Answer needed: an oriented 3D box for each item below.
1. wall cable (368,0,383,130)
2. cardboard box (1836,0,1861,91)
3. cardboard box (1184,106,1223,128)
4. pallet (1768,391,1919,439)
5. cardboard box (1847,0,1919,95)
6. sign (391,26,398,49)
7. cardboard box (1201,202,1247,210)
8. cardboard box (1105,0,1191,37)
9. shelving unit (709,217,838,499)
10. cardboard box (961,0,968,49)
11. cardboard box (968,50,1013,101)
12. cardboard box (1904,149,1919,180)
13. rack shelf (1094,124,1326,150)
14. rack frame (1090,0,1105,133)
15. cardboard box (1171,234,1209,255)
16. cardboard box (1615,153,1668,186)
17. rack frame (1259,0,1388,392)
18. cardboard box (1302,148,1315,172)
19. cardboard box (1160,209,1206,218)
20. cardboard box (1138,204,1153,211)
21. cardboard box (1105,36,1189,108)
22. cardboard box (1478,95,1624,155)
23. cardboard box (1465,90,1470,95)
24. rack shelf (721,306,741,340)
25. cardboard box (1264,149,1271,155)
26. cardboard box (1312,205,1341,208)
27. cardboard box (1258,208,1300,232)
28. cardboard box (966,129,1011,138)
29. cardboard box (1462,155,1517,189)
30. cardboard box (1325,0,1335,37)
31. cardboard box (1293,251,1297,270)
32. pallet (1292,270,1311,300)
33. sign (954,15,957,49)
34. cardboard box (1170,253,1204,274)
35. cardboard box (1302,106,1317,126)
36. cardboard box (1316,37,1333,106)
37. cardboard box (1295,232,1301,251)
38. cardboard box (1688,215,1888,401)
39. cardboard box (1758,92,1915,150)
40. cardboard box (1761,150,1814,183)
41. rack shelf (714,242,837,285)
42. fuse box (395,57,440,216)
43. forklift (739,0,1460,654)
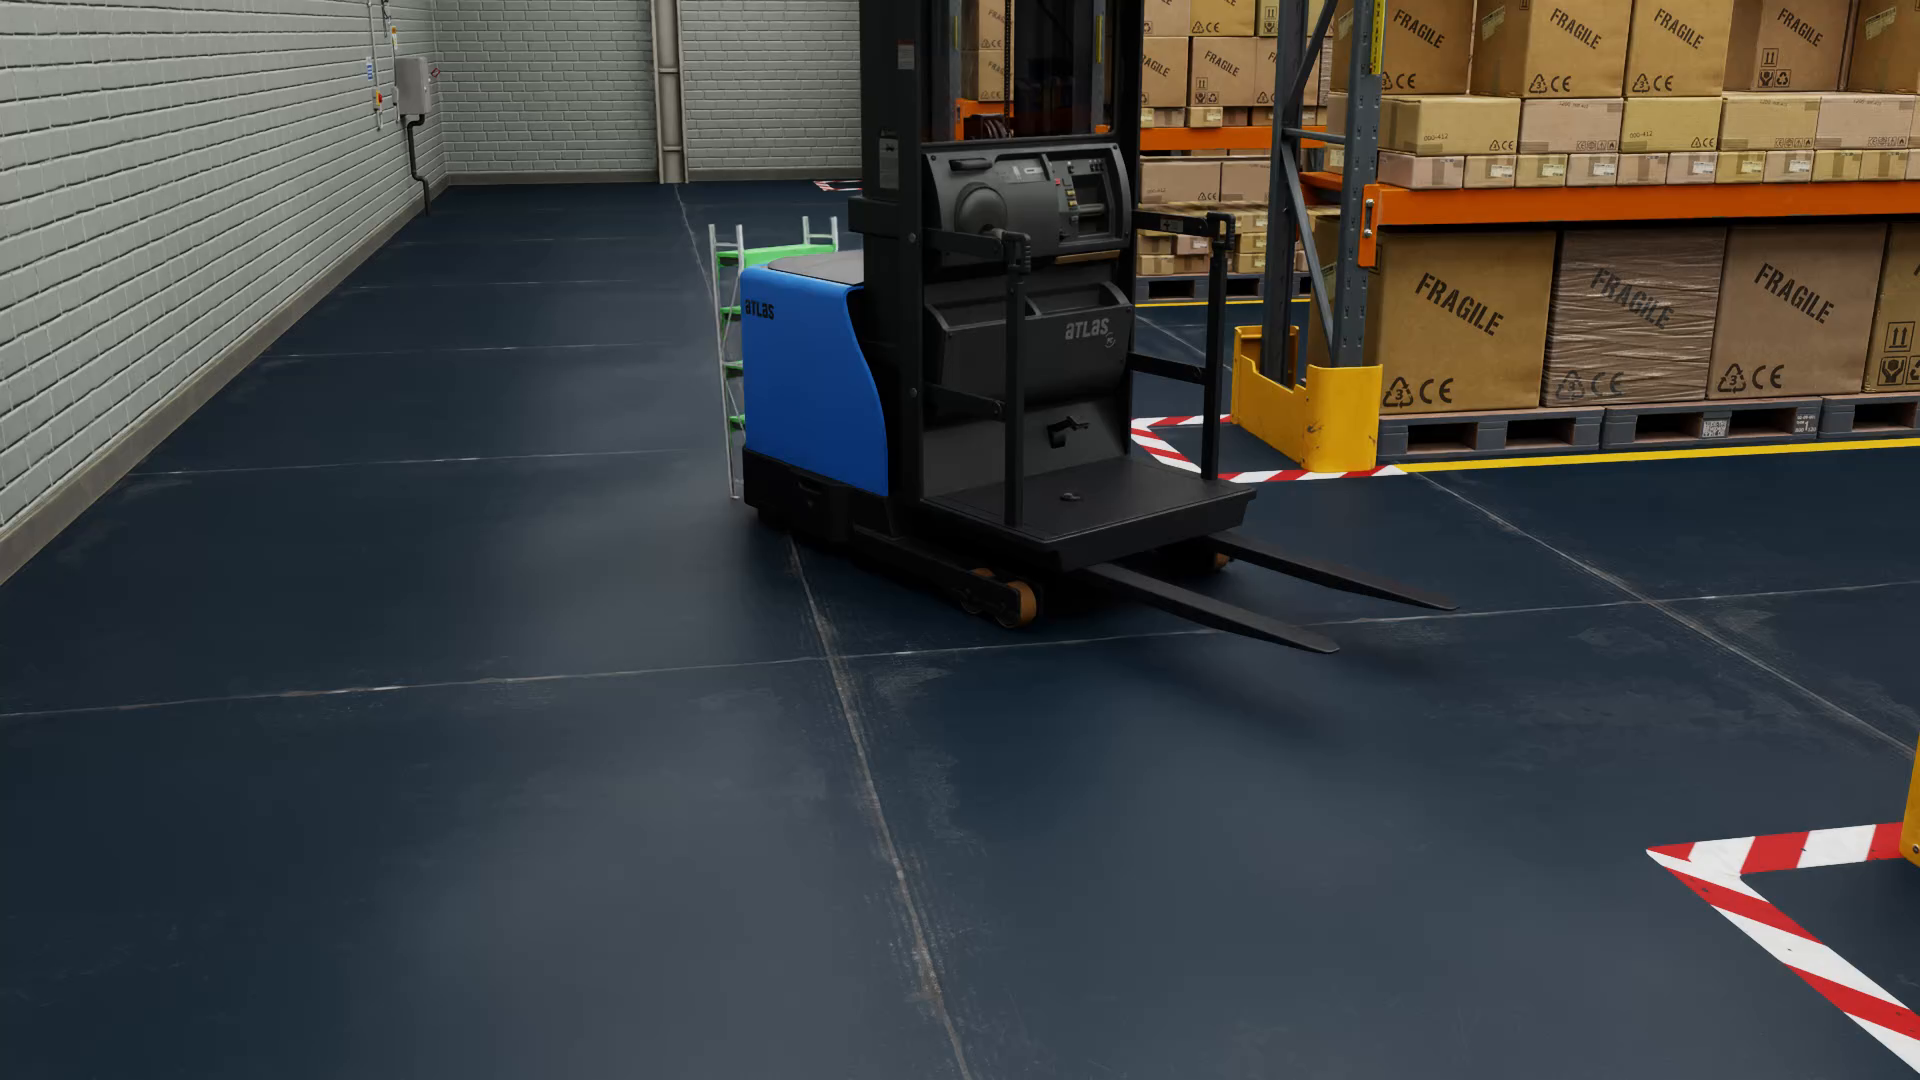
[{"bbox_3d":[-5.677,-4.961,16.070,0.123,1.953,0.585,-3,17,-10],"label":"wall cable"},{"bbox_3d":[4.658,-2.598,8.632,0.500,0.500,0.500,-3,17,-10],"label":"cardboard box"},{"bbox_3d":[1.790,-3.189,12.512,0.250,0.149,0.380,-4,17,-12],"label":"cardboard box"},{"bbox_3d":[4.901,-0.794,9.037,1.213,0.211,1.003,-3,17,-10],"label":"pallet"},{"bbox_3d":[4.769,-2.446,8.139,0.500,0.500,0.500,-3,17,-10],"label":"cardboard box"},{"bbox_3d":[-6.125,-5.441,18.011,0.001,0.242,0.339,-3,17,-10],"label":"sign"},{"bbox_3d":[2.119,-2.629,13.389,0.250,0.149,0.380,-4,18,-13],"label":"cardboard box"},{"bbox_3d":[1.384,-3.976,12.268,0.500,0.500,0.500,-3,17,-11],"label":"cardboard box"},{"bbox_3d":[-0.783,-0.801,7.346,0.503,1.200,0.258,-14,18,-38],"label":"shelving unit"},{"bbox_3d":[0.283,-5.402,17.418,0.500,0.500,0.500,-3,17,-9],"label":"cardboard box"},{"bbox_3d":[0.380,-4.773,17.071,0.500,0.500,0.500,-3,17,-11],"label":"cardboard box"},{"bbox_3d":[4.668,-1.872,8.227,0.250,0.149,0.380,-3,17,-9],"label":"cardboard box"},{"bbox_3d":[2.857,-3.127,13.109,4.000,0.370,1.077,-3,17,-10],"label":"rack shelf"},{"bbox_3d":[0.893,-3.359,12.641,0.127,3.000,1.000,-3,17,-10],"label":"rack frame"},{"bbox_3d":[1.736,-2.294,12.805,0.250,0.149,0.380,-3,17,-11],"label":"cardboard box"},{"bbox_3d":[3.154,-1.786,7.947,0.250,0.149,0.380,-4,17,-12],"label":"cardboard box"},{"bbox_3d":[1.735,-1.924,7.967,0.127,3.000,1.000,-3,17,-10],"label":"rack frame"},{"bbox_3d":[4.376,-4.246,18.431,0.875,0.875,0.875,-3,17,-9],"label":"cardboard box"},{"bbox_3d":[1.720,-2.463,12.849,0.250,0.149,0.380,-3,17,-9],"label":"cardboard box"},{"bbox_3d":[1.365,-2.584,13.244,0.250,0.149,0.380,-3,17,-10],"label":"cardboard box"},{"bbox_3d":[1.386,-3.495,12.404,0.500,0.500,0.500,-2,17,-8],"label":"cardboard box"},{"bbox_3d":[2.766,-1.974,7.879,0.500,0.250,0.500,-3,17,-11],"label":"cardboard box"},{"bbox_3d":[2.658,-2.126,8.374,0.500,0.250,0.500,-4,17,-11],"label":"cardboard box"},{"bbox_3d":[-0.790,-0.971,7.303,0.480,0.148,0.258,-14,18,-38],"label":"rack shelf"},{"bbox_3d":[4.366,-5.461,23.026,0.500,0.500,0.500,-4,17,-12],"label":"cardboard box"},{"bbox_3d":[2.904,-2.665,13.508,0.250,0.149,0.380,-3,17,-10],"label":"cardboard box"},{"bbox_3d":[2.493,-2.491,12.939,0.250,0.149,0.380,-3,17,-8],"label":"cardboard box"},{"bbox_3d":[0.375,-5.260,22.372,0.500,0.500,0.700,-3,17,-8],"label":"cardboard box"},{"bbox_3d":[2.397,-1.743,7.806,0.250,0.149,0.380,-4,17,-11],"label":"cardboard box"},{"bbox_3d":[2.893,-4.058,12.534,0.500,0.500,0.500,-4,17,-12],"label":"cardboard box"},{"bbox_3d":[2.456,-2.213,13.047,0.250,0.149,0.380,-3,17,-10],"label":"cardboard box"},{"bbox_3d":[2.967,-2.133,13.396,1.213,0.211,1.003,-3,17,-10],"label":"pallet"},{"bbox_3d":[-0.046,-5.072,16.608,0.005,0.325,0.100,-3,17,-10],"label":"sign"},{"bbox_3d":[1.710,-2.173,12.916,0.250,0.149,0.380,-3,17,-11],"label":"cardboard box"},{"bbox_3d":[2.537,-3.256,12.732,0.250,0.149,0.380,-4,17,-12],"label":"cardboard box"},{"bbox_3d":[2.889,-3.586,12.701,0.500,0.500,0.500,-4,17,-12],"label":"cardboard box"},{"bbox_3d":[2.474,-2.358,13.014,0.250,0.149,0.380,-4,18,-13],"label":"cardboard box"},{"bbox_3d":[4.115,-1.268,8.735,0.875,0.875,0.875,-3,17,-10],"label":"cardboard box"},{"bbox_3d":[4.270,-2.059,8.155,0.500,0.250,0.500,-3,17,-9],"label":"cardboard box"},{"bbox_3d":[3.913,-1.830,8.088,0.250,0.149,0.380,-3,17,-10],"label":"cardboard box"},{"bbox_3d":[-0.801,-1.204,7.245,0.480,0.148,0.258,-14,18,-38],"label":"rack shelf"},{"bbox_3d":[-5.932,-4.458,18.411,0.414,1.711,0.539,-3,17,-10],"label":"fuse box"},{"bbox_3d":[0.399,-1.258,5.915,1.130,2.935,3.031,-14,22,-37],"label":"forklift"}]
